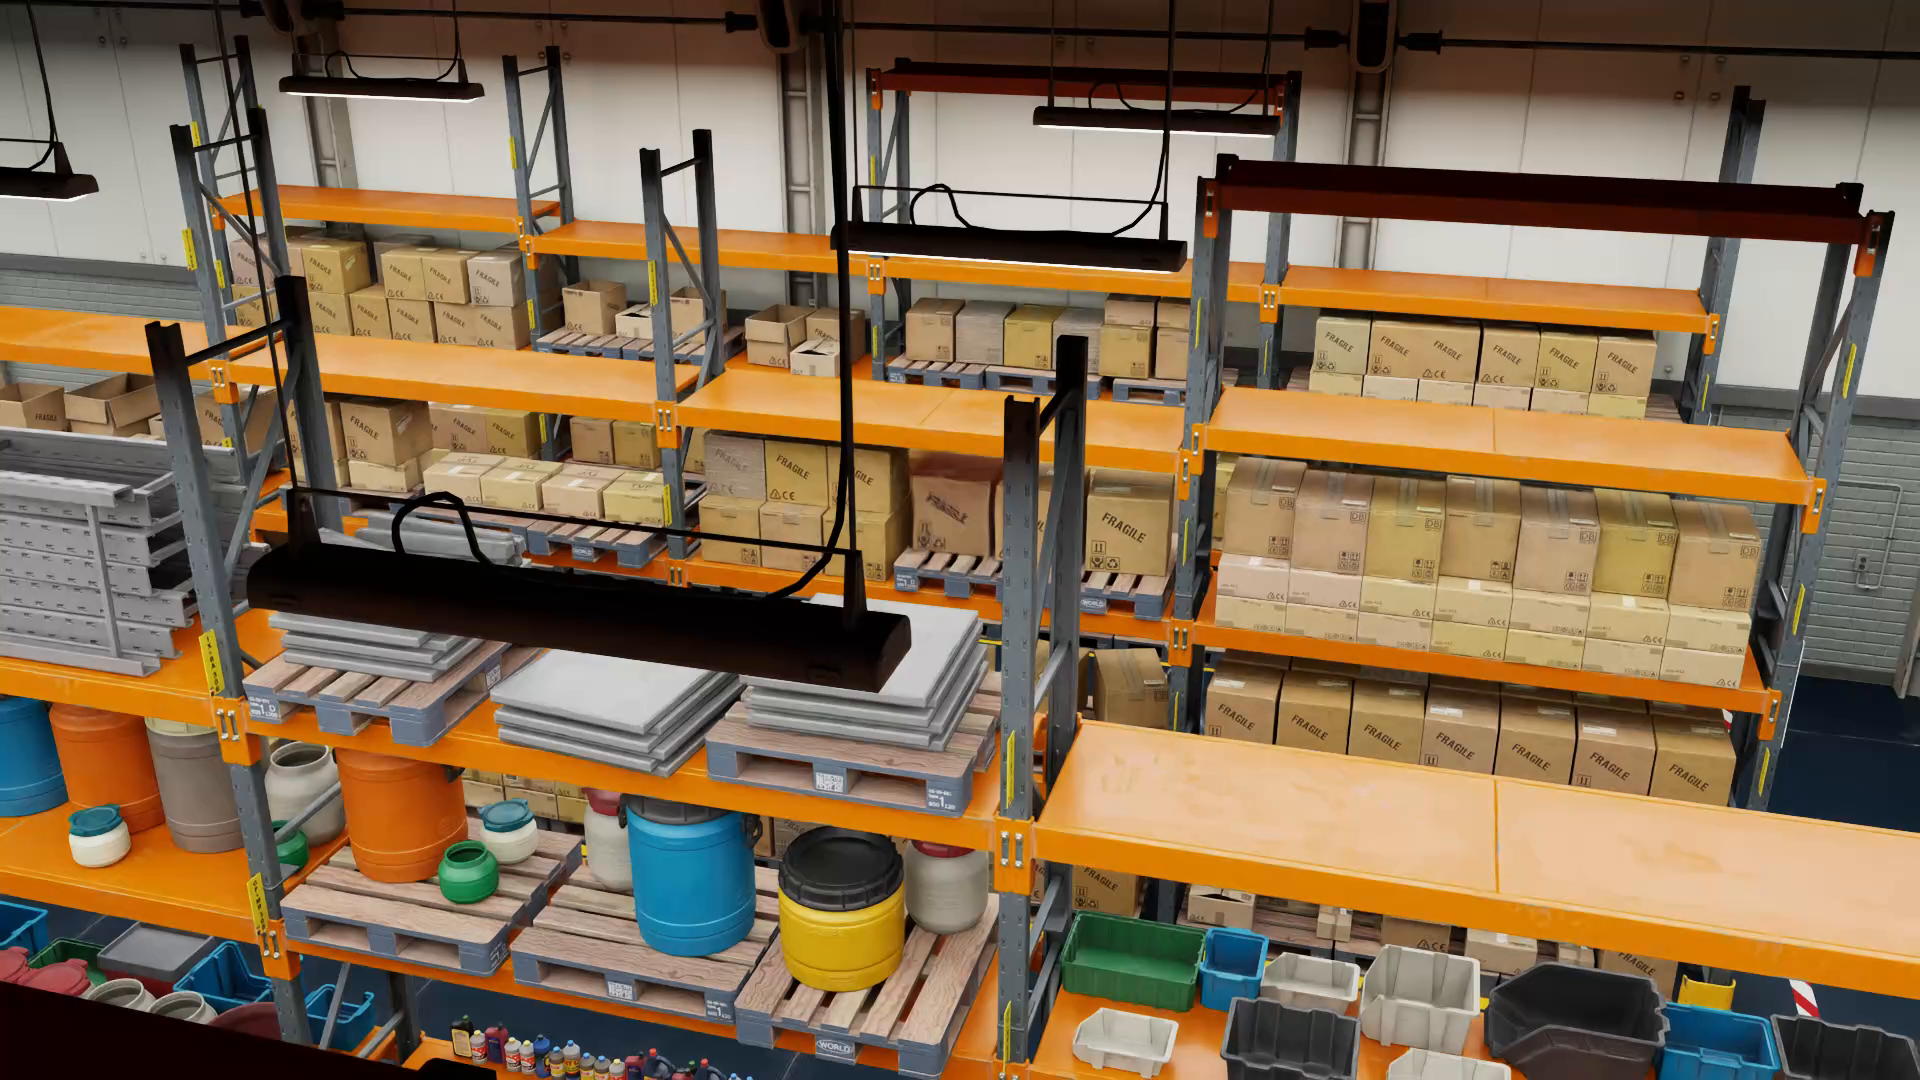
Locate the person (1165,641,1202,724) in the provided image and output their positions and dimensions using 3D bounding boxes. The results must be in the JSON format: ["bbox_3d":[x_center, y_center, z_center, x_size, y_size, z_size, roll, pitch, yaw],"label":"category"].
[{"bbox_3d":[1.911,1.504,14.609,1.019,1.434,0.533,5,23,13],"label":"person"}]
